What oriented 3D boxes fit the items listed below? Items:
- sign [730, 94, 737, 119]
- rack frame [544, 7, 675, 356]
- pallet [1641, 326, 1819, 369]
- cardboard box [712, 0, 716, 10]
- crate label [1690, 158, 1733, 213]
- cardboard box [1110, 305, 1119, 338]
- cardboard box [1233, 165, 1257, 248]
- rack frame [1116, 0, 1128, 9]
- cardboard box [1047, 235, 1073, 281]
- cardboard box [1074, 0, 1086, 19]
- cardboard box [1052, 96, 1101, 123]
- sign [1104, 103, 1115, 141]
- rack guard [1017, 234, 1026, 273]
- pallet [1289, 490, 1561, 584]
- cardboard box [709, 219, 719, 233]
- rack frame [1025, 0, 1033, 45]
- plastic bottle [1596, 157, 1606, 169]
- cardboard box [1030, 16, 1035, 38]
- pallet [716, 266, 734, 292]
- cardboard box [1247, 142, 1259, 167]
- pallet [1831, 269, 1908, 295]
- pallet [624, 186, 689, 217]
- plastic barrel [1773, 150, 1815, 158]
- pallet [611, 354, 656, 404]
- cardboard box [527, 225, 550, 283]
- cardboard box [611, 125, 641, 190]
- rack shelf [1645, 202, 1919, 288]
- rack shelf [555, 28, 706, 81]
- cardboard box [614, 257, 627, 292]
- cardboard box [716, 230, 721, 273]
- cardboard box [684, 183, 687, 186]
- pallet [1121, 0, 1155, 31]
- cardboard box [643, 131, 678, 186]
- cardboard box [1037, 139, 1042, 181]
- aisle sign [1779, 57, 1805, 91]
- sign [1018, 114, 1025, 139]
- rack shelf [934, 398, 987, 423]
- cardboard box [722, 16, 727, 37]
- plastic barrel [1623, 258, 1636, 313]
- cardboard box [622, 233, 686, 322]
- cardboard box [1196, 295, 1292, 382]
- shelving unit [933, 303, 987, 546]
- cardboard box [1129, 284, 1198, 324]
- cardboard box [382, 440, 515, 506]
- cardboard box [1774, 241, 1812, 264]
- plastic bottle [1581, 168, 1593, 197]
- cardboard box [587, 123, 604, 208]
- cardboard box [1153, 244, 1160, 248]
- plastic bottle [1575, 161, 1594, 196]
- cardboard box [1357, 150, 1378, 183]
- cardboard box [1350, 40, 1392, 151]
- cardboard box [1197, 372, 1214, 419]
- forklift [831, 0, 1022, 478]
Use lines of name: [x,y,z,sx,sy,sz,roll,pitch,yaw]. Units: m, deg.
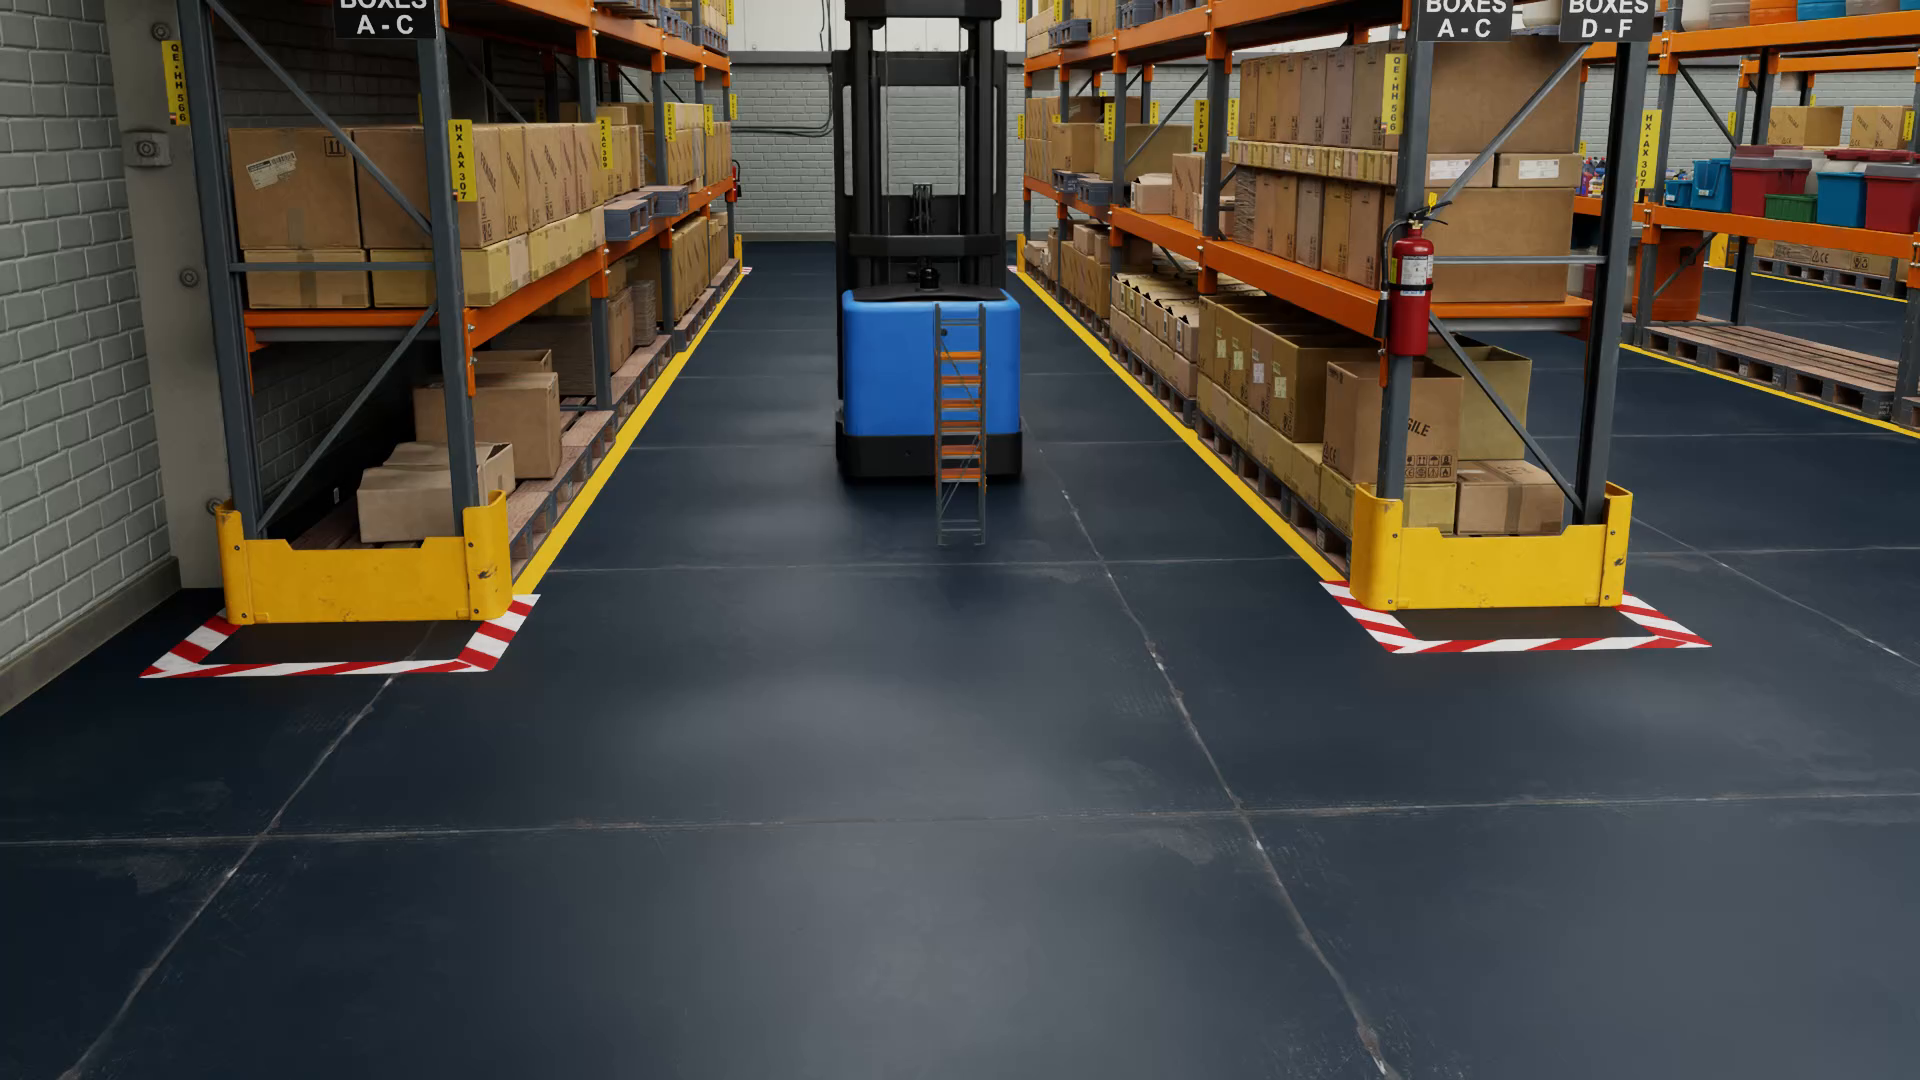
sign: [-3.026,-5.782,22.179,0.100,0.325,0.005,-1,14,-3]
rack frame: [-3.073,-3.112,14.600,1.000,3.000,0.127,-1,14,-3]
pallet: [6.825,-1.721,14.791,1.003,0.211,1.213,-1,14,-3]
cardboard box: [-3.159,-6.534,19.633,0.500,0.500,0.500,-1,14,-3]
crate label: [6.607,-3.030,14.214,0.502,0.435,0.616,-1,14,-3]
cardboard box: [1.611,-1.926,14.668,0.500,0.250,0.500,-1,14,-4]
cardboard box: [2.153,-2.132,10.594,0.700,0.500,0.500,-1,14,-5]
rack frame: [1.871,-6.094,14.154,1.000,3.000,0.127,-1,14,-3]
cardboard box: [1.305,-3.324,19.558,0.500,0.500,0.500,-1,14,-3]
cardboard box: [1.581,-5.810,17.825,0.600,0.600,0.600,-2,15,-9]
cardboard box: [1.334,-4.838,19.104,0.500,0.500,0.500,-1,14,-3]
sign: [1.330,-3.701,14.725,0.100,0.325,0.005,-1,14,-3]
rack guard: [1.380,-3.949,22.872,1.175,0.500,0.348,-1,14,-3]
pallet: [2.278,-0.039,8.253,1.003,0.211,1.213,-1,14,-3]
cardboard box: [-3.136,-3.819,20.221,0.380,0.149,0.250,-1,14,-5]
rack frame: [1.376,-8.084,21.887,1.000,3.000,0.127,-1,14,-3]
plastic bottle: [6.962,-3.966,18.020,0.144,0.351,0.185,-1,14,-3]
cardboard box: [1.171,-6.545,21.221,0.500,0.250,0.500,-1,14,-3]
pallet: [-3.368,-3.250,20.736,1.003,0.211,1.213,-1,14,-3]
cardboard box: [1.976,-2.360,10.178,0.380,0.149,0.250,-1,14,-5]
pallet: [11.542,-3.176,20.446,1.003,0.211,1.213,-1,14,-3]
pallet: [-2.922,-2.843,13.942,1.213,0.211,1.003,-1,14,-3]
plastic barrel: [7.092,-3.066,14.199,0.421,0.512,0.421,0,14,0]
pallet: [-2.953,-1.264,13.016,1.003,0.211,1.213,-1,14,-3]
cardboard box: [-2.362,-1.441,8.368,0.500,0.250,0.500,-1,14,-4]
cardboard box: [-2.972,-3.118,13.541,0.700,0.500,0.500,-2,15,-9]
rack shelf: [6.939,-2.419,13.351,1.077,0.370,4.000,-1,14,-3]
rack shelf: [-3.197,-4.713,16.250,1.077,0.370,4.000,-1,14,-3]
cardboard box: [-3.003,-2.156,13.516,0.500,0.250,0.500,-1,14,-2]
cardboard box: [-3.322,-3.540,20.437,0.700,0.500,0.500,-1,14,-2]
cardboard box: [-2.982,-3.598,16.955,0.380,0.149,0.250,-1,14,-5]
pallet: [2.002,-4.383,13.900,1.213,0.211,1.003,0,14,-1]
cardboard box: [-2.847,-3.439,15.033,0.500,0.500,0.500,0,14,-2]
cardboard box: [1.235,-4.735,20.710,0.500,0.500,0.500,-1,14,-3]
aisle sign: [11.558,-6.612,22.988,0.394,0.787,0.004,-1,14,-3]
sign: [0.834,-5.590,22.493,0.100,0.325,0.005,-1,14,-3]
rack shelf: [0.001,-0.651,8.344,0.258,0.103,0.180,-1,14,-3]
cardboard box: [-3.258,-6.555,21.221,0.500,0.250,0.500,0,14,-2]
plastic barrel: [6.644,-2.524,16.465,0.421,0.512,0.421,0,14,0]
cardboard box: [-2.987,-2.459,15.535,0.750,0.750,0.750,-1,14,-4]
cardboard box: [1.835,-1.309,10.765,0.500,0.500,0.500,-1,14,-3]
shelving unit: [0.001,-0.577,8.363,0.258,1.200,0.189,-1,14,-3]
cardboard box: [1.681,-1.940,13.597,0.500,0.311,0.500,-1,14,-5]
cardboard box: [-2.565,-0.348,8.373,0.500,0.311,0.500,0,14,1]
cardboard box: [11.439,-4.121,21.944,0.875,0.875,0.875,-1,14,-3]
plastic bottle: [6.294,-3.586,16.680,0.061,0.283,0.133,-1,14,-3]
cardboard box: [-2.487,-2.304,10.218,0.500,0.500,0.500,-1,14,-4]
cardboard box: [1.962,-2.945,18.086,0.500,0.500,0.500,-1,14,-3]
plastic bottle: [6.325,-3.659,16.828,0.144,0.351,0.185,-1,14,-3]
cardboard box: [2.119,-1.783,7.933,0.380,0.149,0.250,-1,14,-4]
cardboard box: [2.309,-2.136,8.006,0.700,0.500,0.500,-1,14,-5]
cardboard box: [1.845,-0.946,10.859,0.500,0.250,0.500,-1,14,-3]
forklift: [-0.271,-2.100,10.806,1.130,2.935,3.031,-1,14,-4]
